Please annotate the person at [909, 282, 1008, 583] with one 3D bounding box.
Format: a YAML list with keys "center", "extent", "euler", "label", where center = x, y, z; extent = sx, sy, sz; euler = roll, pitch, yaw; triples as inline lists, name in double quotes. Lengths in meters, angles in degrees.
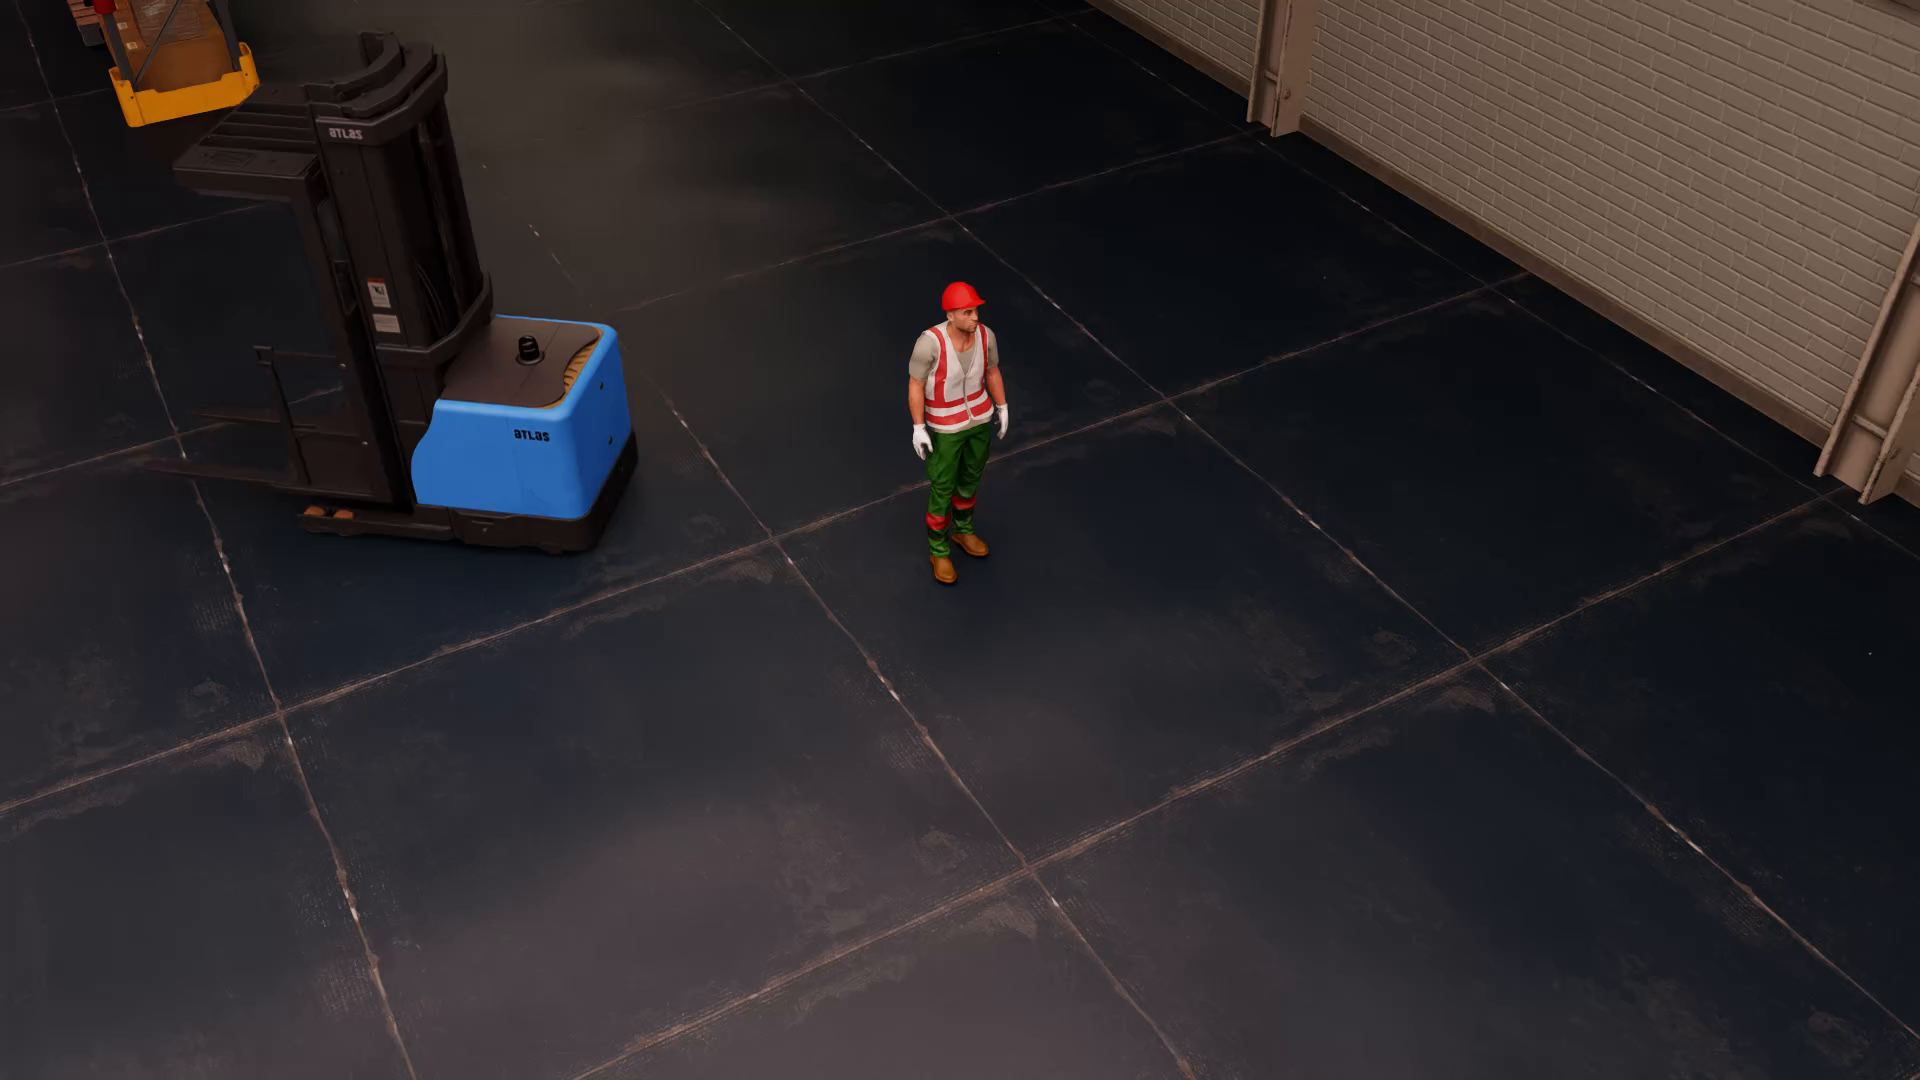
- center: [0.030, -0.646, 9.699]
  extent: [0.638, 1.787, 0.564]
  euler: [-20, 44, -23]
  label: "person"

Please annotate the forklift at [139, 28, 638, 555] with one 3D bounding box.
- center: [-3.663, -1.478, 9.818]
  extent: [3.031, 2.935, 1.130]
  euler: [6, 40, 7]
  label: "forklift"
